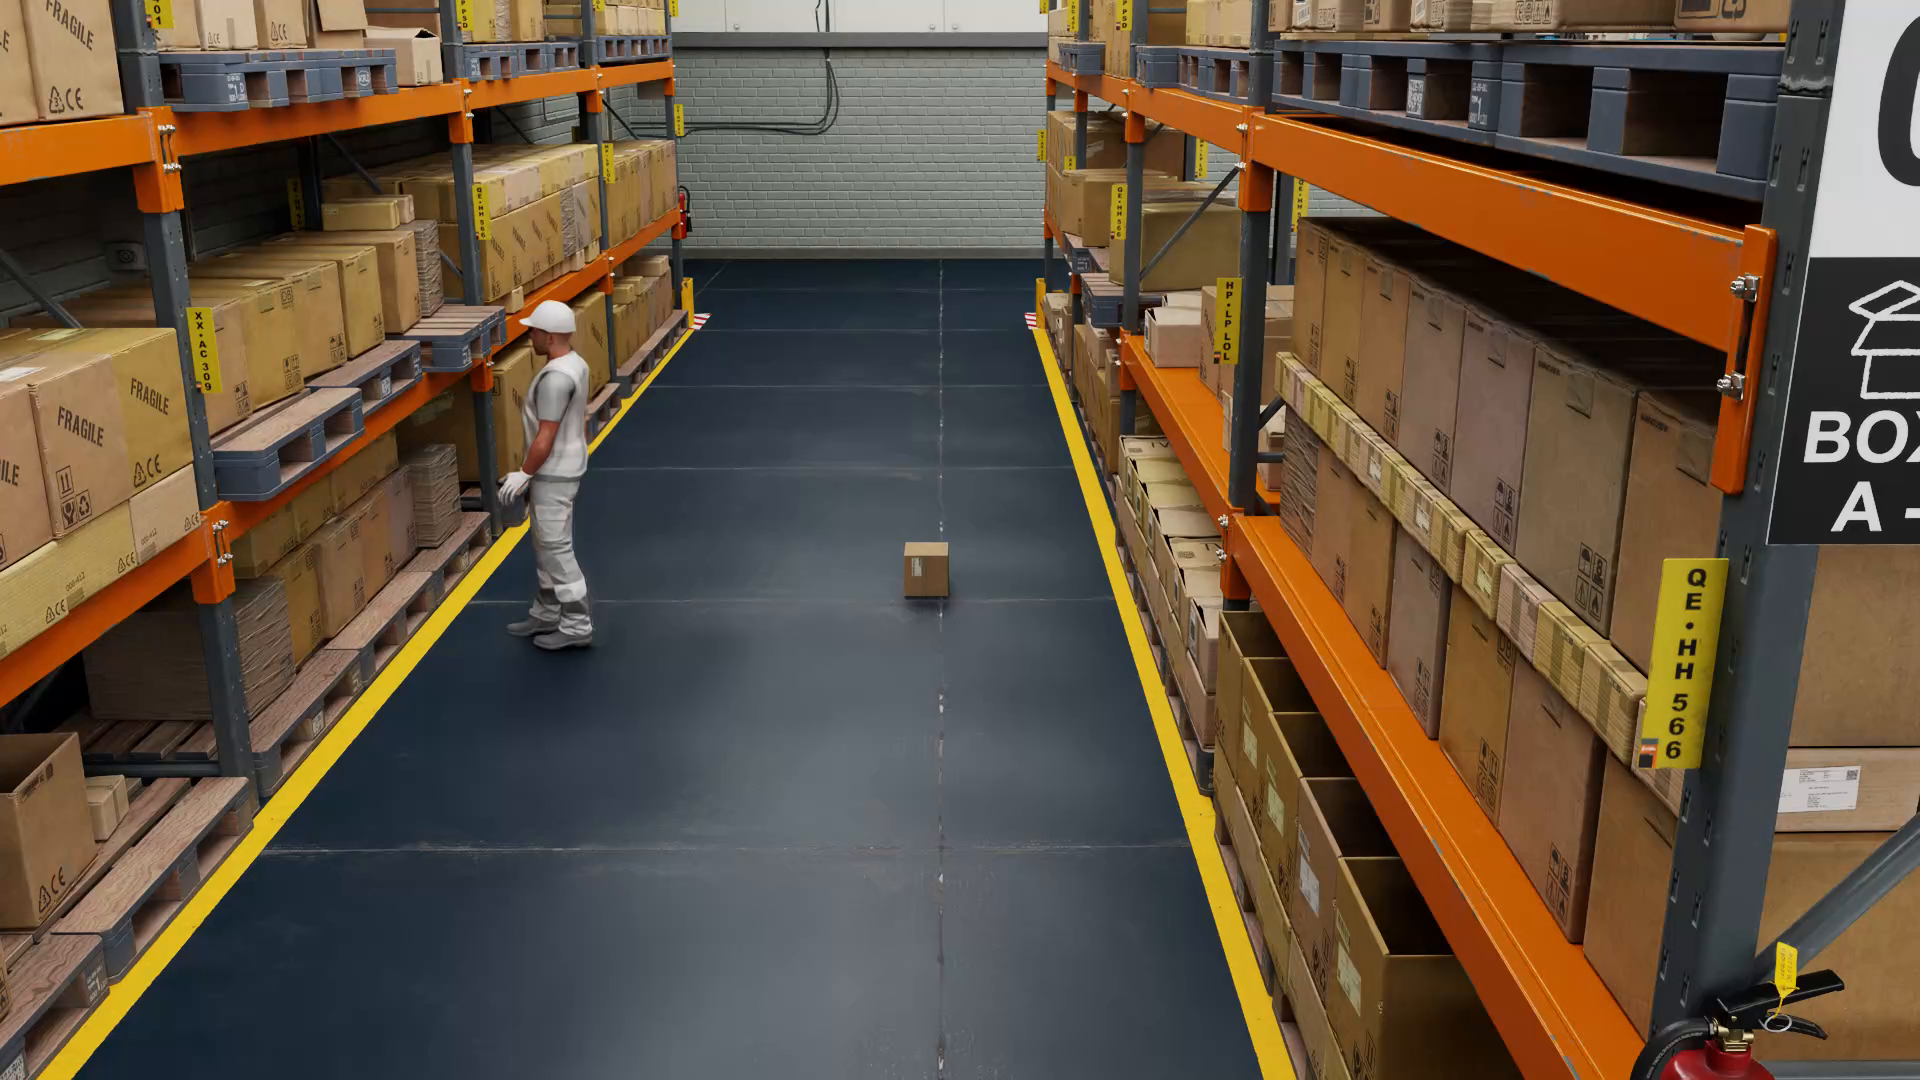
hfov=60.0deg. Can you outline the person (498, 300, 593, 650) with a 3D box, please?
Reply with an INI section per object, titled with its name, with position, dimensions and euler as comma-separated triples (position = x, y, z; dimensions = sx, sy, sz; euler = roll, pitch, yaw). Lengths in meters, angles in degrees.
[person]
position = -2.160, -0.325, 8.541
dimensions = 0.538, 1.805, 0.584
euler = -1, 17, -3
